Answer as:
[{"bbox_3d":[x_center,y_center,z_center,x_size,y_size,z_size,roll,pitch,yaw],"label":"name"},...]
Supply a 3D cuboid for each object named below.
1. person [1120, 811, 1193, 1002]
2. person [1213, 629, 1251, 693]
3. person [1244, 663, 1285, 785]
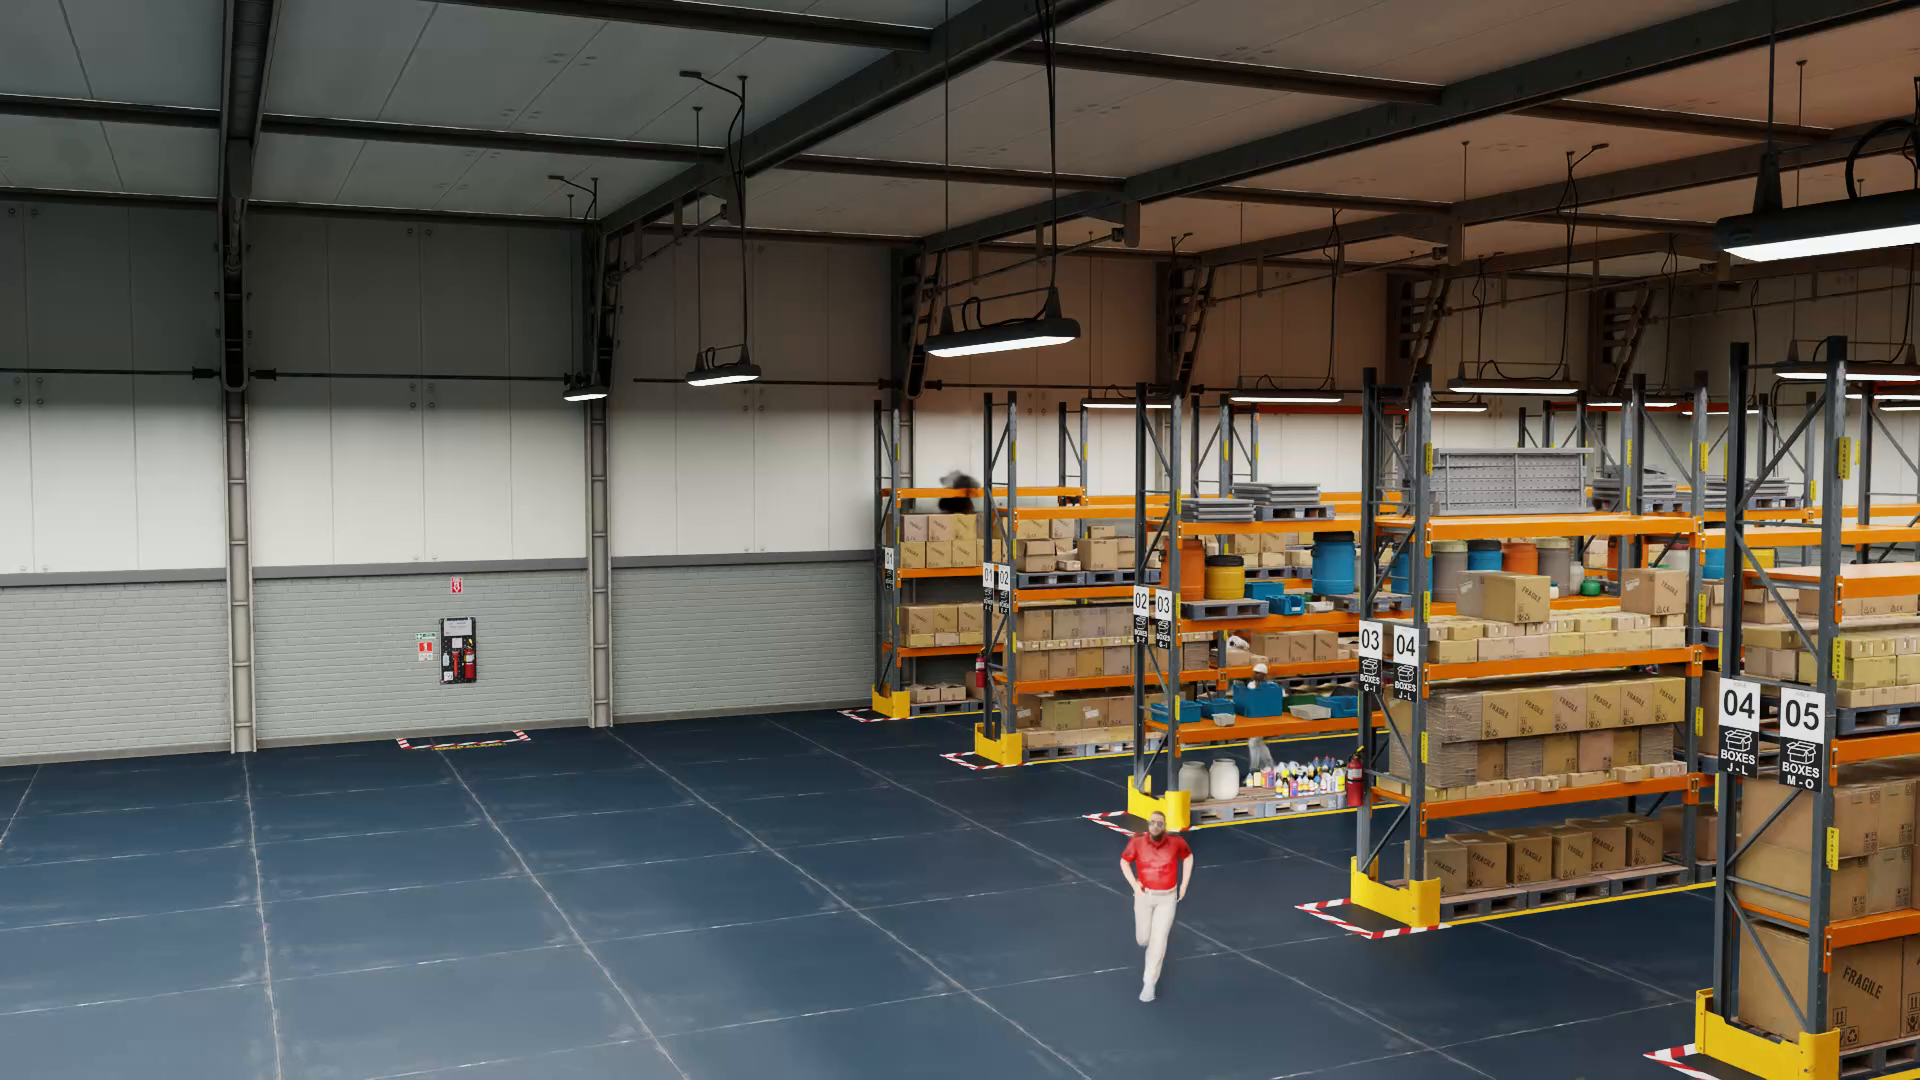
[{"bbox_3d":[1.862,3.404,15.793,0.686,1.723,0.929,1,3,11],"label":"person"},{"bbox_3d":[5.080,2.449,31.388,0.762,1.840,0.642,-2,4,-31],"label":"person"},{"bbox_3d":[4.573,2.795,25.424,0.738,1.823,0.677,-2,4,-30],"label":"person"}]
